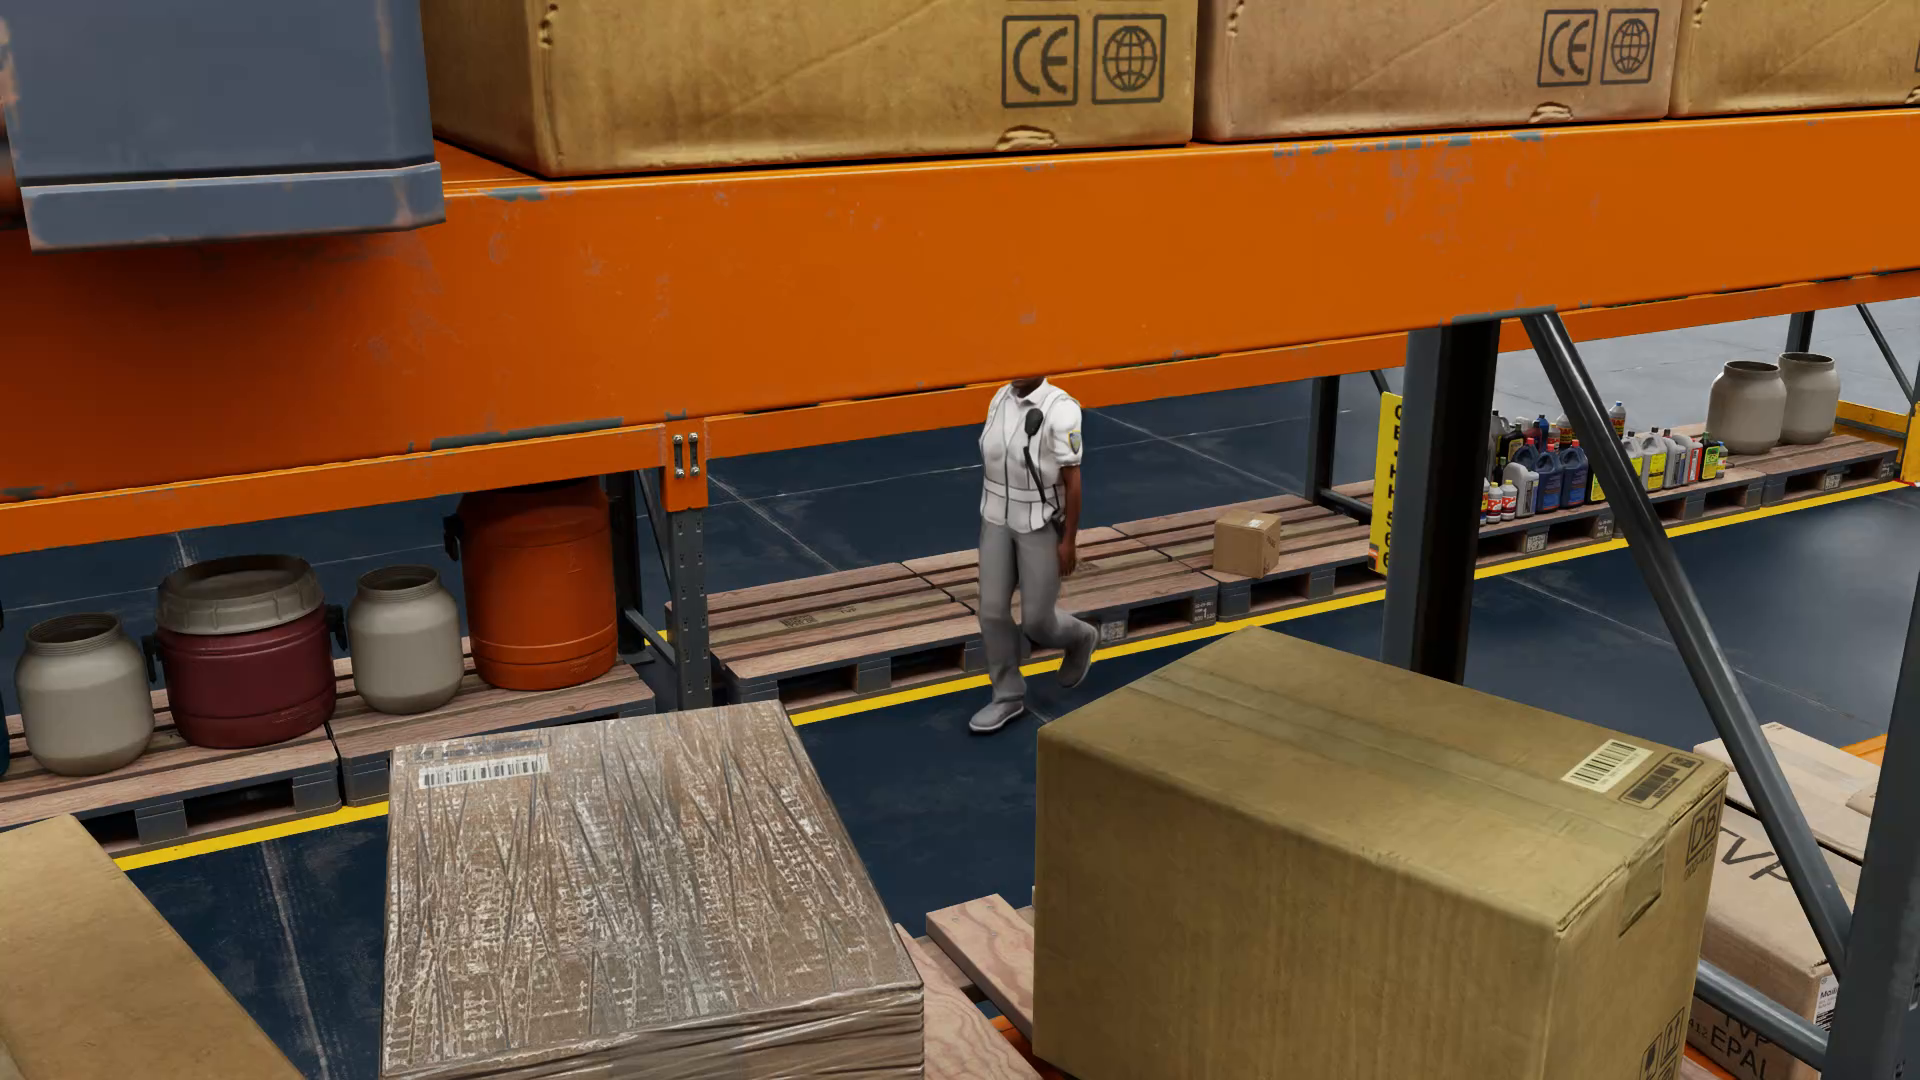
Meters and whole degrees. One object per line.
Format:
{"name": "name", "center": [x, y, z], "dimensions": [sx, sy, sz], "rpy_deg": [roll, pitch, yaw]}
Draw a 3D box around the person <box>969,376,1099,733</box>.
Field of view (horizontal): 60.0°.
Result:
{"name": "person", "center": [0.301, -0.070, 6.692], "dimensions": [0.457, 1.669, 0.627], "rpy_deg": [14, 23, 36]}
